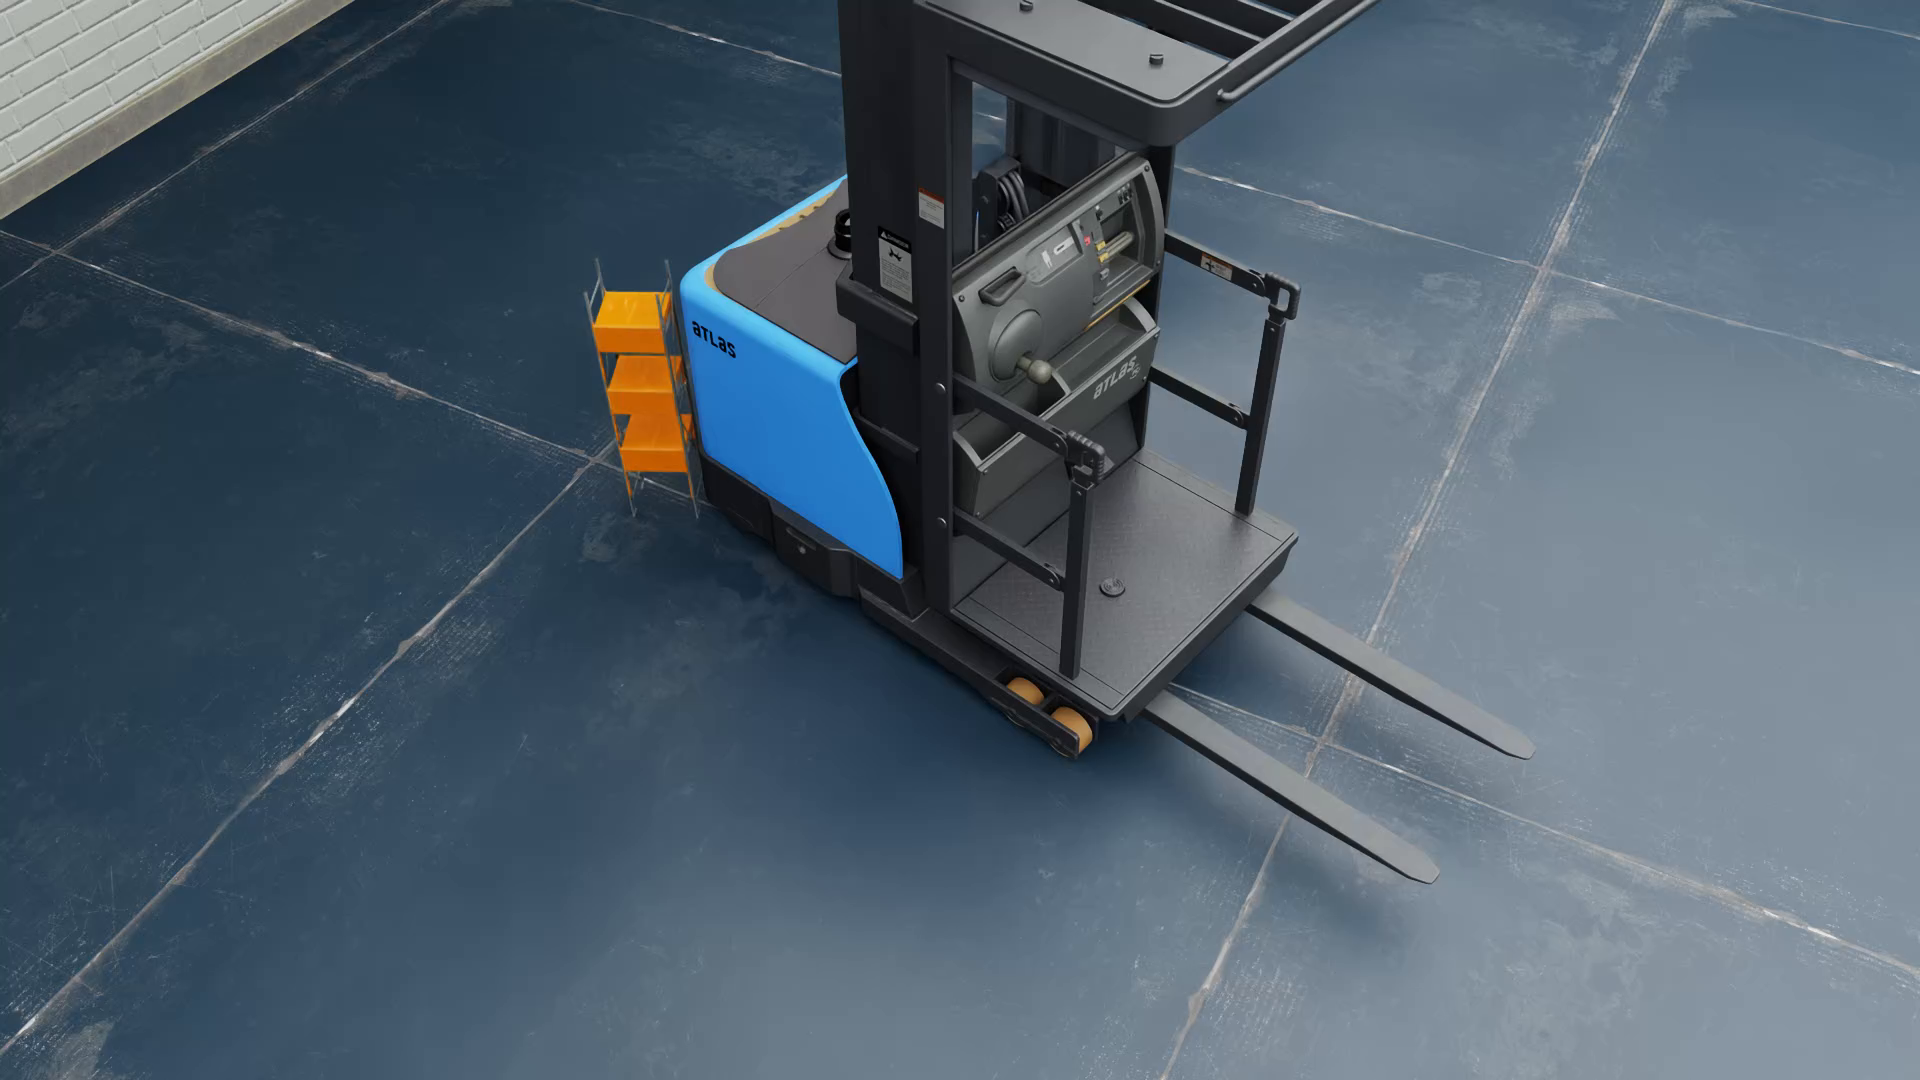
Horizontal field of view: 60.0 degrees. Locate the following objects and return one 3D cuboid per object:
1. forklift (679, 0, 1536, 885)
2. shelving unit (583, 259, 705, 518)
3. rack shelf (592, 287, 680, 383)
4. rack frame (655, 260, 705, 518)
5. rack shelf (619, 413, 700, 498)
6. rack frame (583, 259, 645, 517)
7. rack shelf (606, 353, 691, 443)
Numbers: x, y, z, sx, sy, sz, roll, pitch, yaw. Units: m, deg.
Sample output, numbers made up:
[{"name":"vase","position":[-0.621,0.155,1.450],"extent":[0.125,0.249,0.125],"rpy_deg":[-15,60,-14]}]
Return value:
[{"name":"forklift","position":[0.473,-0.738,4.919],"extent":[3.031,2.935,1.130],"rpy_deg":[32,53,27]},{"name":"shelving unit","position":[-1.126,-0.527,6.029],"extent":[0.252,1.050,0.215],"rpy_deg":[1,45,3]},{"name":"rack shelf","position":[-1.131,-0.719,5.835],"extent":[0.240,0.259,0.215],"rpy_deg":[1,45,3]},{"name":"rack frame","position":[-1.004,-0.524,6.022],"extent":[0.008,1.050,0.200],"rpy_deg":[1,45,3]},{"name":"rack shelf","position":[-1.120,-0.323,6.233],"extent":[0.240,0.259,0.215],"rpy_deg":[1,45,3]},{"name":"rack frame","position":[-1.247,-0.530,6.035],"extent":[0.008,1.050,0.200],"rpy_deg":[1,45,3]},{"name":"rack shelf","position":[-1.125,-0.519,6.036],"extent":[0.240,0.259,0.215],"rpy_deg":[1,45,3]}]
